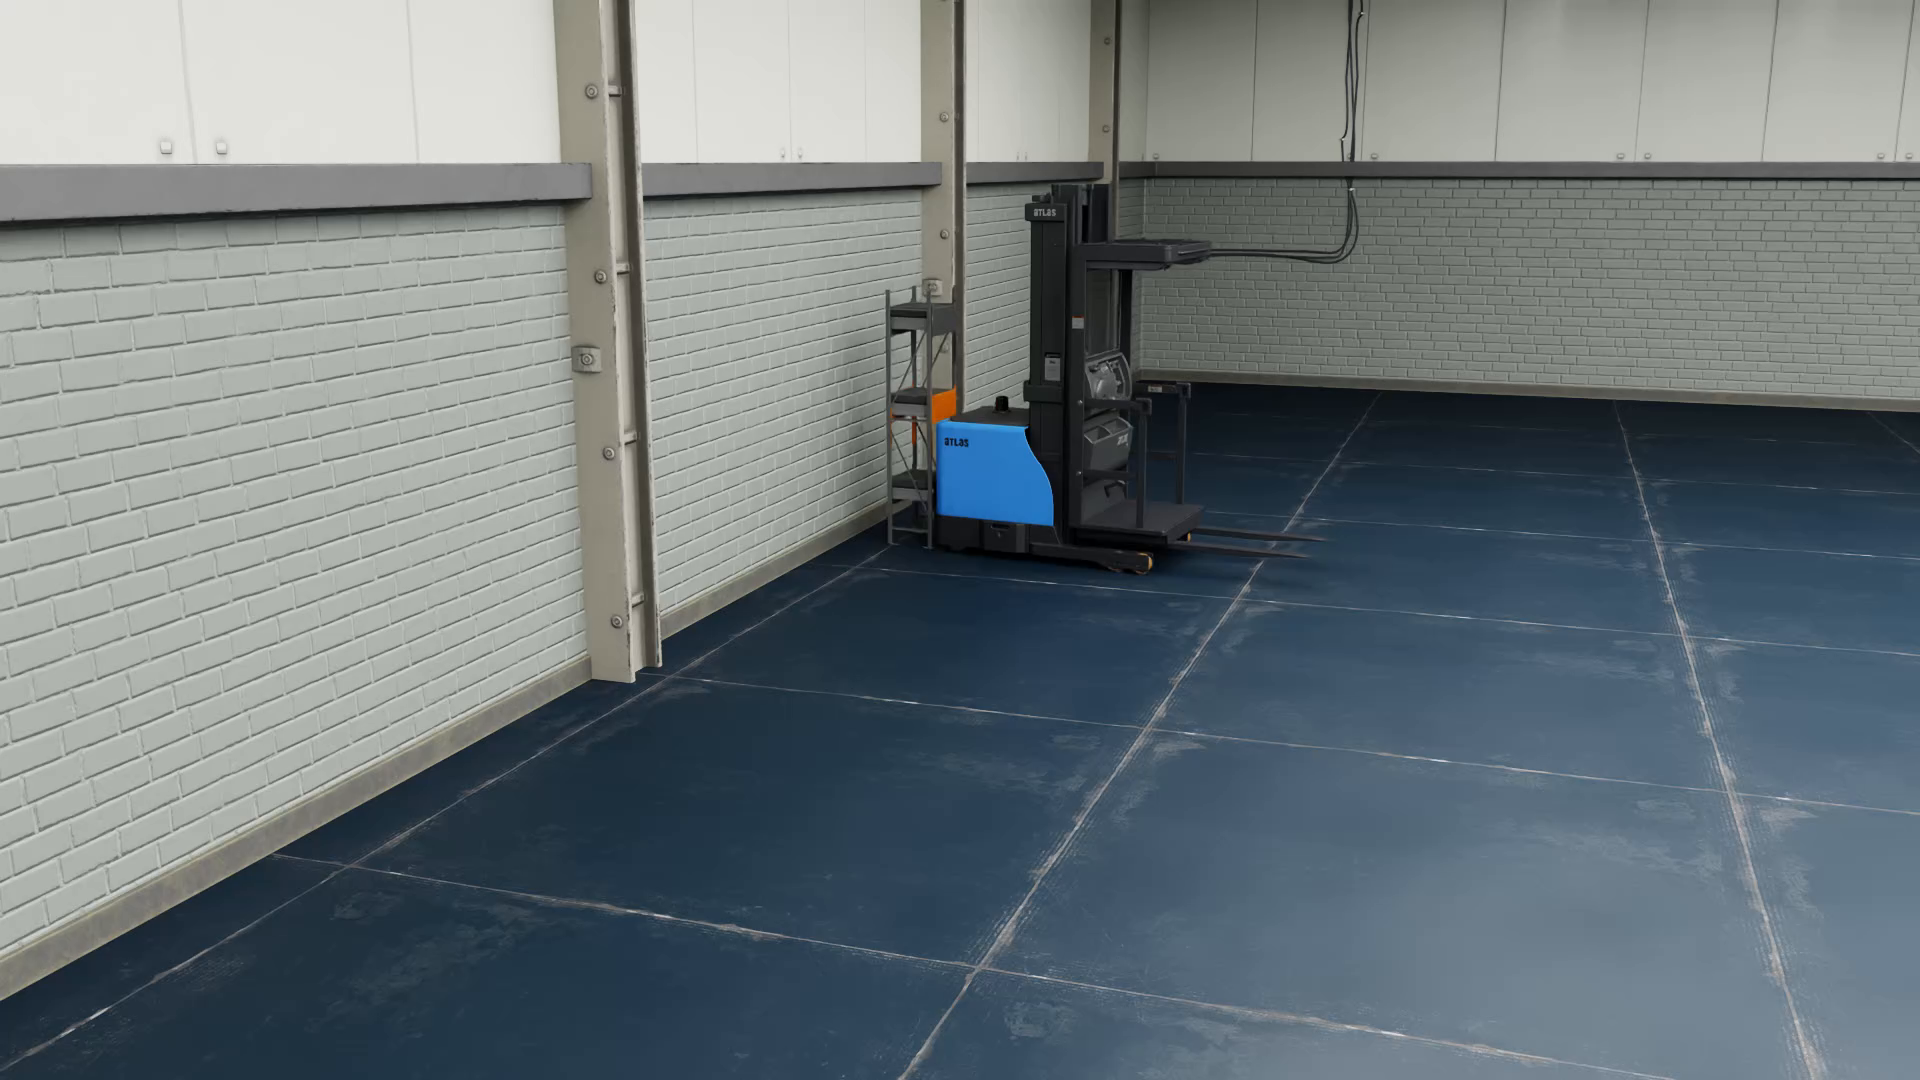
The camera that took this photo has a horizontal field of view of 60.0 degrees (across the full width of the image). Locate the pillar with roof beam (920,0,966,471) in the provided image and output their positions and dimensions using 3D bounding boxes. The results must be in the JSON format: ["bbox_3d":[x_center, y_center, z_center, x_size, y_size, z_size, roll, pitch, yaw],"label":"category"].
[{"bbox_3d":[3.924,-4.519,13.566,9.100,9.000,0.400,4,14,18],"label":"pillar with roof beam"}]

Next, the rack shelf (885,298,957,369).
[{"bbox_3d":[-0.314,-1.688,13.581,0.431,0.518,0.480,6,14,23],"label":"rack shelf"}]

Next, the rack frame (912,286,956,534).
[{"bbox_3d":[-0.215,-1.068,13.951,0.400,2.100,0.015,6,14,23],"label":"rack frame"}]

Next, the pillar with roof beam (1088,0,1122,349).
[{"bbox_3d":[5.865,-5.783,19.101,9.100,9.000,0.400,4,14,18],"label":"pillar with roof beam"}]

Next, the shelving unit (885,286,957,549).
[{"bbox_3d":[-0.314,-1.019,13.733,0.431,2.100,0.503,6,14,23],"label":"shelving unit"}]

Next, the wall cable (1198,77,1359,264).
[{"bbox_3d":[3.996,-5.104,23.105,3.097,2.526,0.112,4,14,18],"label":"wall cable"}]

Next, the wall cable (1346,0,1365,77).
[{"bbox_3d":[6.556,-7.371,21.689,3.097,2.526,0.112,4,14,18],"label":"wall cable"}]

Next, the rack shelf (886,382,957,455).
[{"bbox_3d":[-0.314,-1.006,13.736,0.431,0.518,0.480,6,14,23],"label":"rack shelf"}]

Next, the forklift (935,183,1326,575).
[{"bbox_3d":[1.355,-1.297,13.084,3.031,2.935,1.130,6,14,24],"label":"forklift"}]

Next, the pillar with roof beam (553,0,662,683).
[{"bbox_3d":[1.982,-3.256,8.031,9.100,9.000,0.400,4,14,18],"label":"pillar with roof beam"}]

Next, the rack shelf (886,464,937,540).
[{"bbox_3d":[-0.314,-0.323,13.892,0.431,0.518,0.480,6,14,23],"label":"rack shelf"}]

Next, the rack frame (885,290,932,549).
[{"bbox_3d":[-0.414,-0.969,13.516,0.400,2.100,0.015,6,14,23],"label":"rack frame"}]
